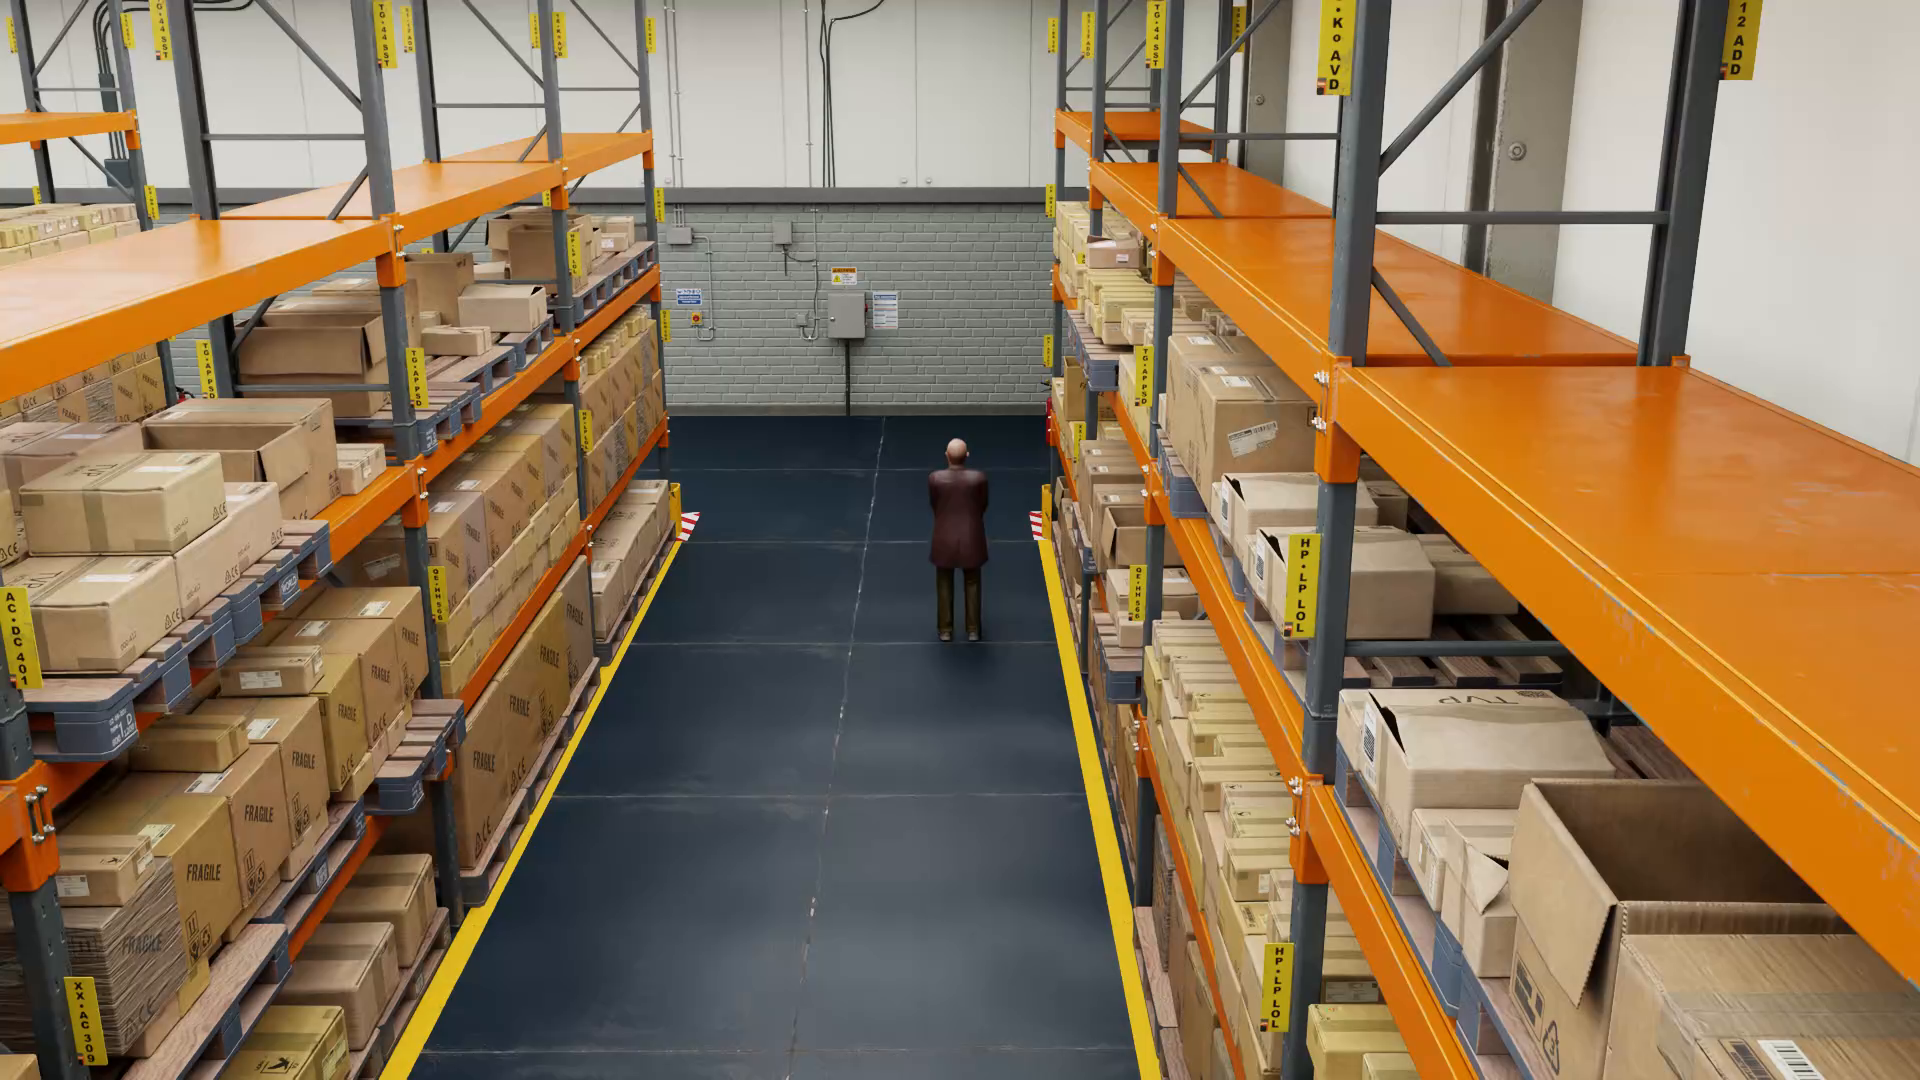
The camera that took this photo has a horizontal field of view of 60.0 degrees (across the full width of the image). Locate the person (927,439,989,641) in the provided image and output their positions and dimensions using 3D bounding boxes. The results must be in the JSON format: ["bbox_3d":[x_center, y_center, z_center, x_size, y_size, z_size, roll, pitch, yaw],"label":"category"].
[{"bbox_3d":[-0.013,-0.041,14.323,0.526,1.776,0.554,0,17,0],"label":"person"}]
